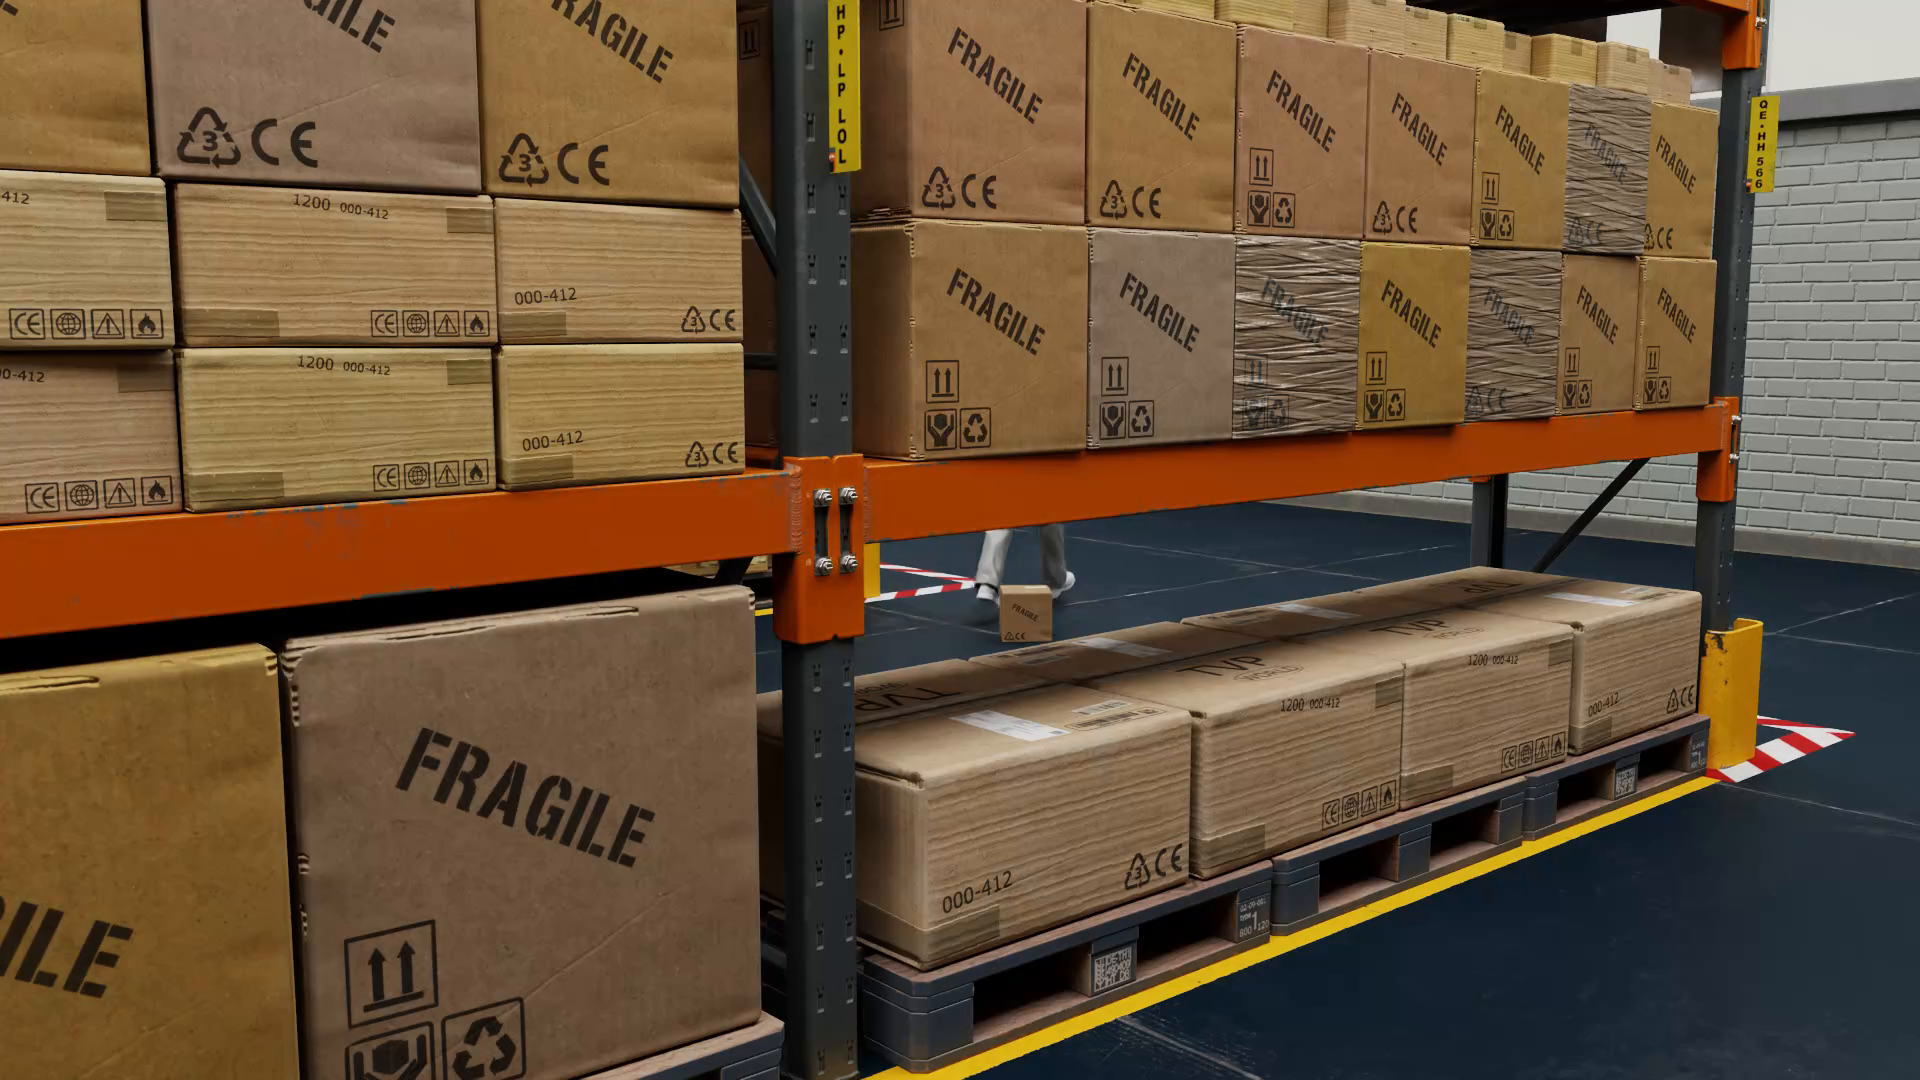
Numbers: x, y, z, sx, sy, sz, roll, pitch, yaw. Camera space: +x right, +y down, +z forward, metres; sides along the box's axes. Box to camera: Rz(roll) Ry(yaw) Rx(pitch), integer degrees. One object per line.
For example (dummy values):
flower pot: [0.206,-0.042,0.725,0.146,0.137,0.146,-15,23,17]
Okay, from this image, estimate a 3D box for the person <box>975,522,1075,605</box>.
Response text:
person: [0.358,-0.437,9.192,0.445,1.617,1.080,2,8,18]
